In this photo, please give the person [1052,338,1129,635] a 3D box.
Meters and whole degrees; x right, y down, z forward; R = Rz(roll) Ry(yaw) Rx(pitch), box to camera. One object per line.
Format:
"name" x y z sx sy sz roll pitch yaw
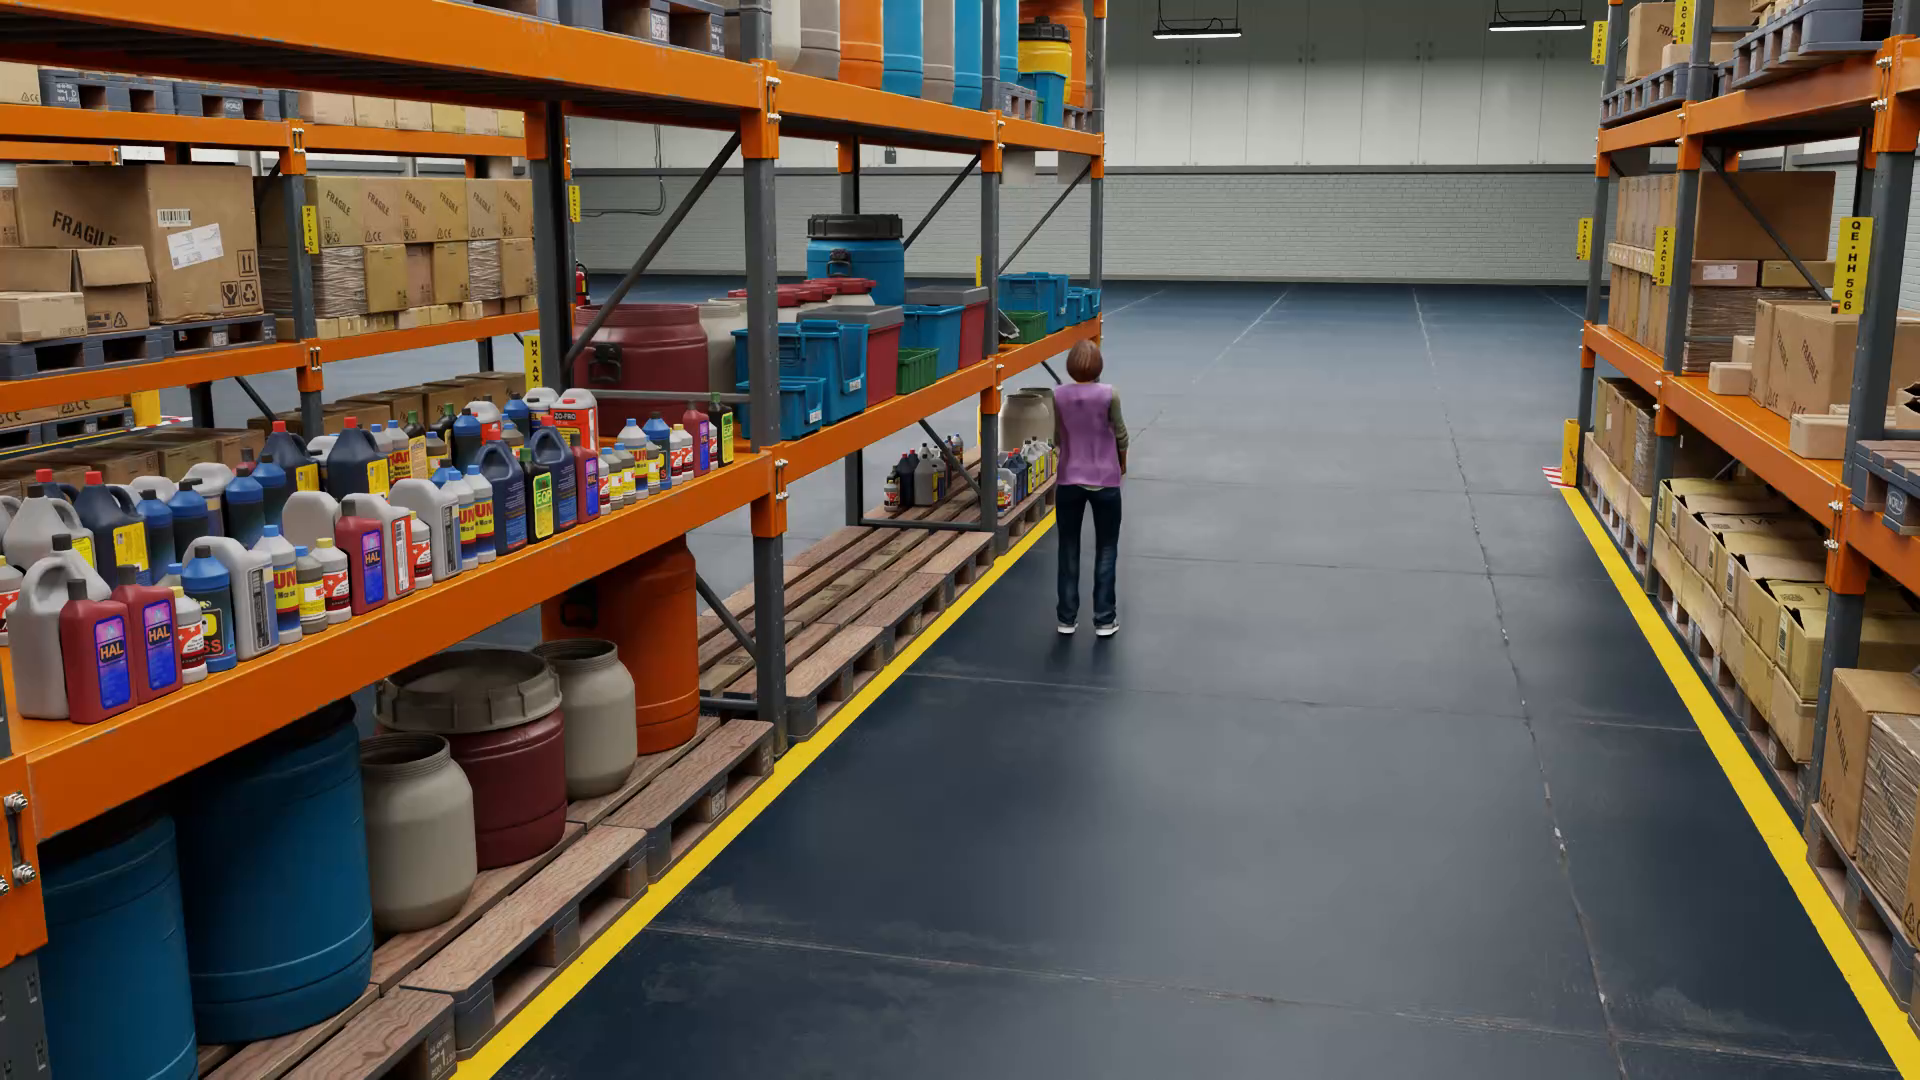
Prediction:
"person" 0.700 -0.294 8.911 0.405 1.589 0.498 3 12 14
